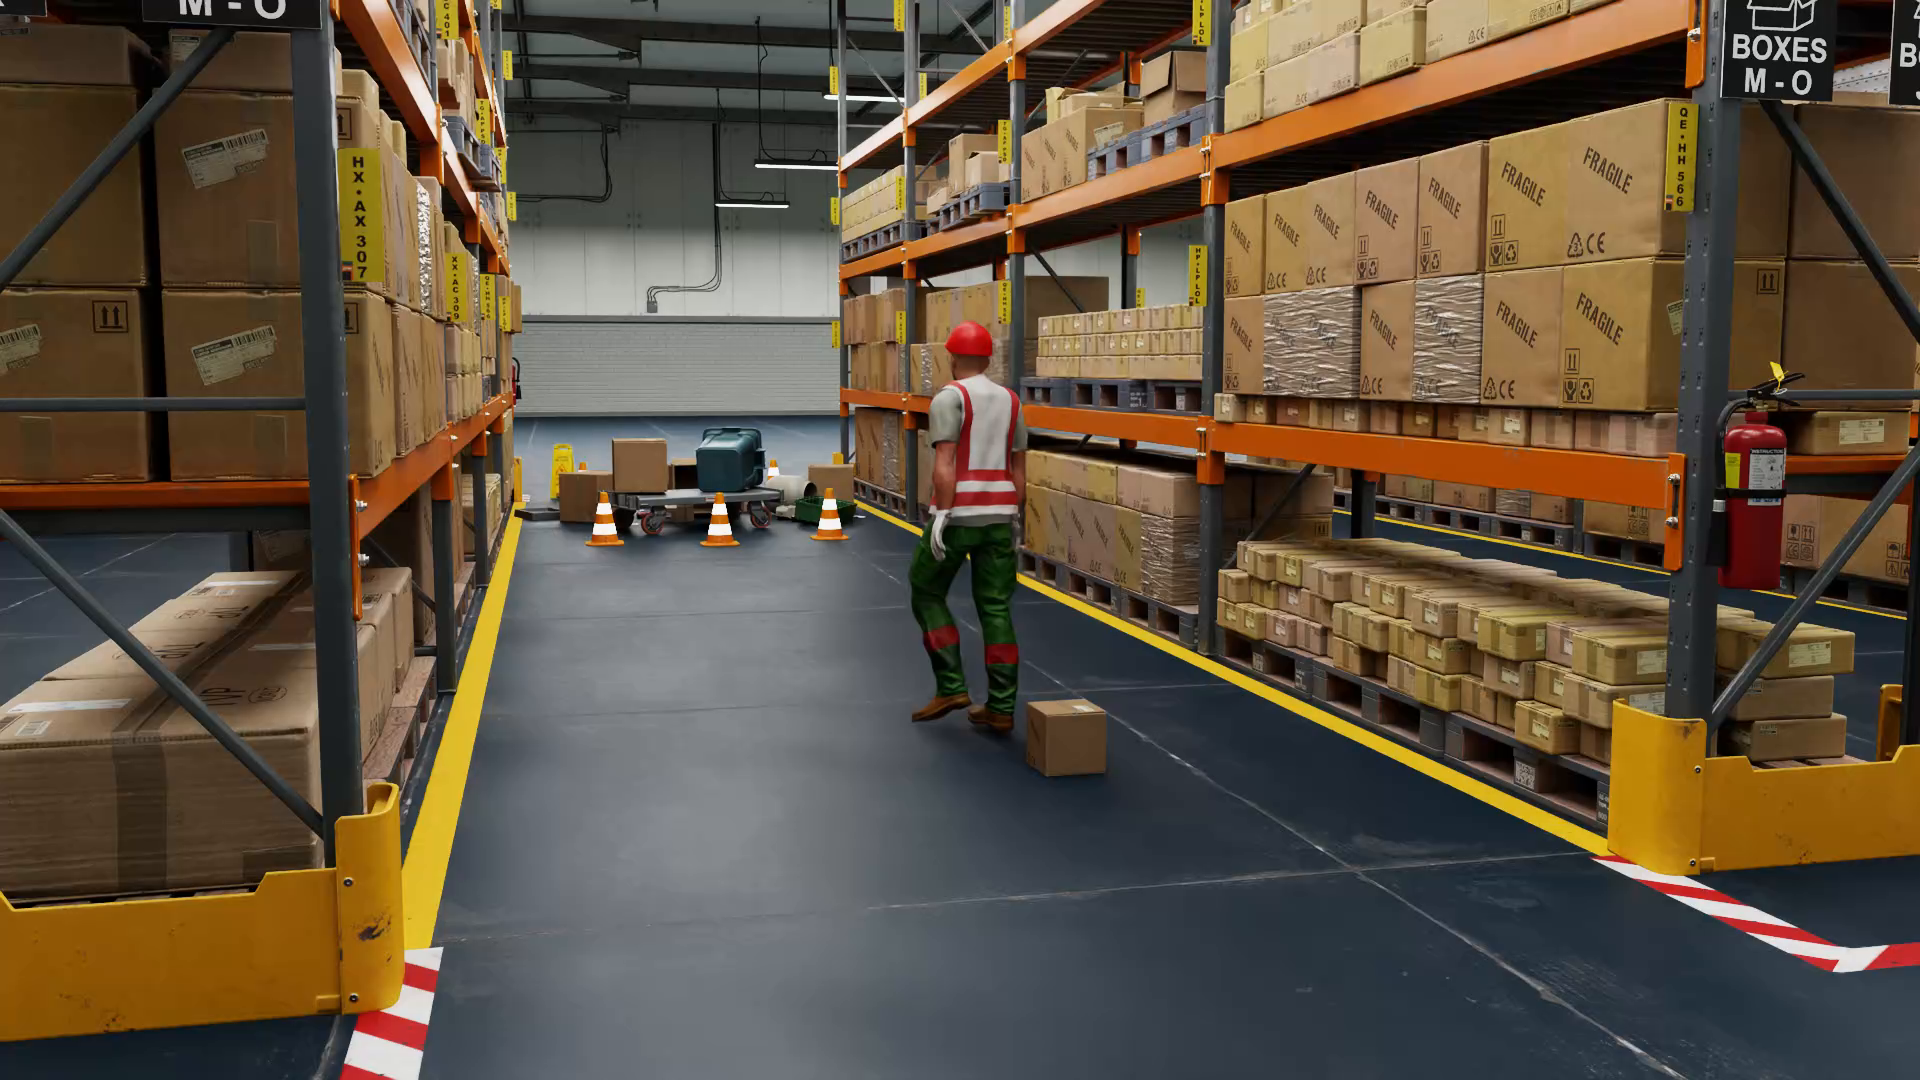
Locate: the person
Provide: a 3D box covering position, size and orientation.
[{"bbox_3d":[0.068,-0.067,7.303,0.579,1.780,0.535,-4,7,-33],"label":"person"}]
